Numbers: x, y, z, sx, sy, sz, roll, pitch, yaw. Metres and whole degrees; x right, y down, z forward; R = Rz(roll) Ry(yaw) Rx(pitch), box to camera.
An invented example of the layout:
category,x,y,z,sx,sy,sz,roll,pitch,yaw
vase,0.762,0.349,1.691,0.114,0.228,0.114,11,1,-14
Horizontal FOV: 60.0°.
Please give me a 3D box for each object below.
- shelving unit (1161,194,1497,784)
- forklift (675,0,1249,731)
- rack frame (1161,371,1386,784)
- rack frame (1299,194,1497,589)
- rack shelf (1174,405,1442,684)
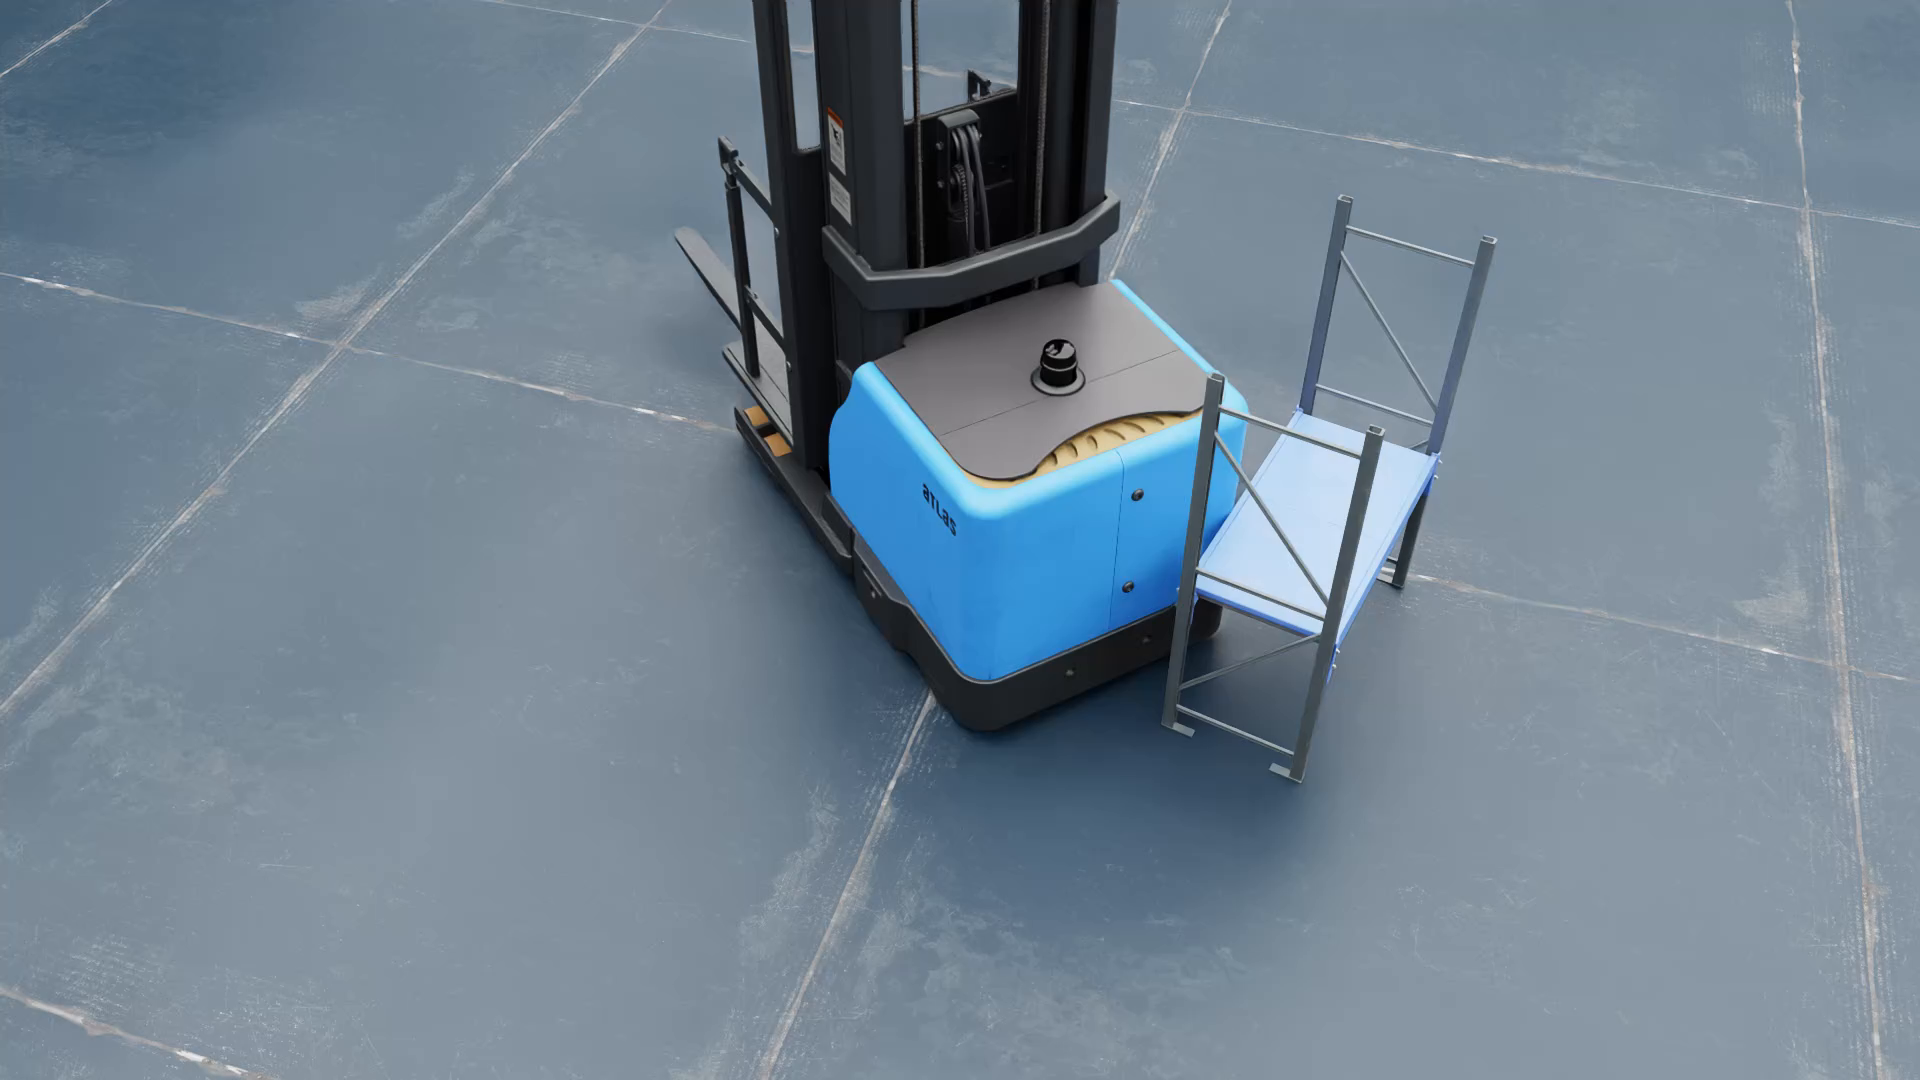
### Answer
category,x,y,z,sx,sy,sz,roll,pitch,yaw
shelving unit,1.153,-0.143,5.324,0.538,1.500,1.048,22,48,21
forklift,-0.234,-1.441,5.627,1.130,2.935,3.031,-21,48,-20
rack frame,0.903,0.166,5.008,0.500,1.500,0.032,22,48,21
rack frame,1.404,-0.453,5.640,0.500,1.500,0.032,22,48,21
rack shelf,1.153,-0.015,5.450,0.538,0.185,1.000,22,48,21
